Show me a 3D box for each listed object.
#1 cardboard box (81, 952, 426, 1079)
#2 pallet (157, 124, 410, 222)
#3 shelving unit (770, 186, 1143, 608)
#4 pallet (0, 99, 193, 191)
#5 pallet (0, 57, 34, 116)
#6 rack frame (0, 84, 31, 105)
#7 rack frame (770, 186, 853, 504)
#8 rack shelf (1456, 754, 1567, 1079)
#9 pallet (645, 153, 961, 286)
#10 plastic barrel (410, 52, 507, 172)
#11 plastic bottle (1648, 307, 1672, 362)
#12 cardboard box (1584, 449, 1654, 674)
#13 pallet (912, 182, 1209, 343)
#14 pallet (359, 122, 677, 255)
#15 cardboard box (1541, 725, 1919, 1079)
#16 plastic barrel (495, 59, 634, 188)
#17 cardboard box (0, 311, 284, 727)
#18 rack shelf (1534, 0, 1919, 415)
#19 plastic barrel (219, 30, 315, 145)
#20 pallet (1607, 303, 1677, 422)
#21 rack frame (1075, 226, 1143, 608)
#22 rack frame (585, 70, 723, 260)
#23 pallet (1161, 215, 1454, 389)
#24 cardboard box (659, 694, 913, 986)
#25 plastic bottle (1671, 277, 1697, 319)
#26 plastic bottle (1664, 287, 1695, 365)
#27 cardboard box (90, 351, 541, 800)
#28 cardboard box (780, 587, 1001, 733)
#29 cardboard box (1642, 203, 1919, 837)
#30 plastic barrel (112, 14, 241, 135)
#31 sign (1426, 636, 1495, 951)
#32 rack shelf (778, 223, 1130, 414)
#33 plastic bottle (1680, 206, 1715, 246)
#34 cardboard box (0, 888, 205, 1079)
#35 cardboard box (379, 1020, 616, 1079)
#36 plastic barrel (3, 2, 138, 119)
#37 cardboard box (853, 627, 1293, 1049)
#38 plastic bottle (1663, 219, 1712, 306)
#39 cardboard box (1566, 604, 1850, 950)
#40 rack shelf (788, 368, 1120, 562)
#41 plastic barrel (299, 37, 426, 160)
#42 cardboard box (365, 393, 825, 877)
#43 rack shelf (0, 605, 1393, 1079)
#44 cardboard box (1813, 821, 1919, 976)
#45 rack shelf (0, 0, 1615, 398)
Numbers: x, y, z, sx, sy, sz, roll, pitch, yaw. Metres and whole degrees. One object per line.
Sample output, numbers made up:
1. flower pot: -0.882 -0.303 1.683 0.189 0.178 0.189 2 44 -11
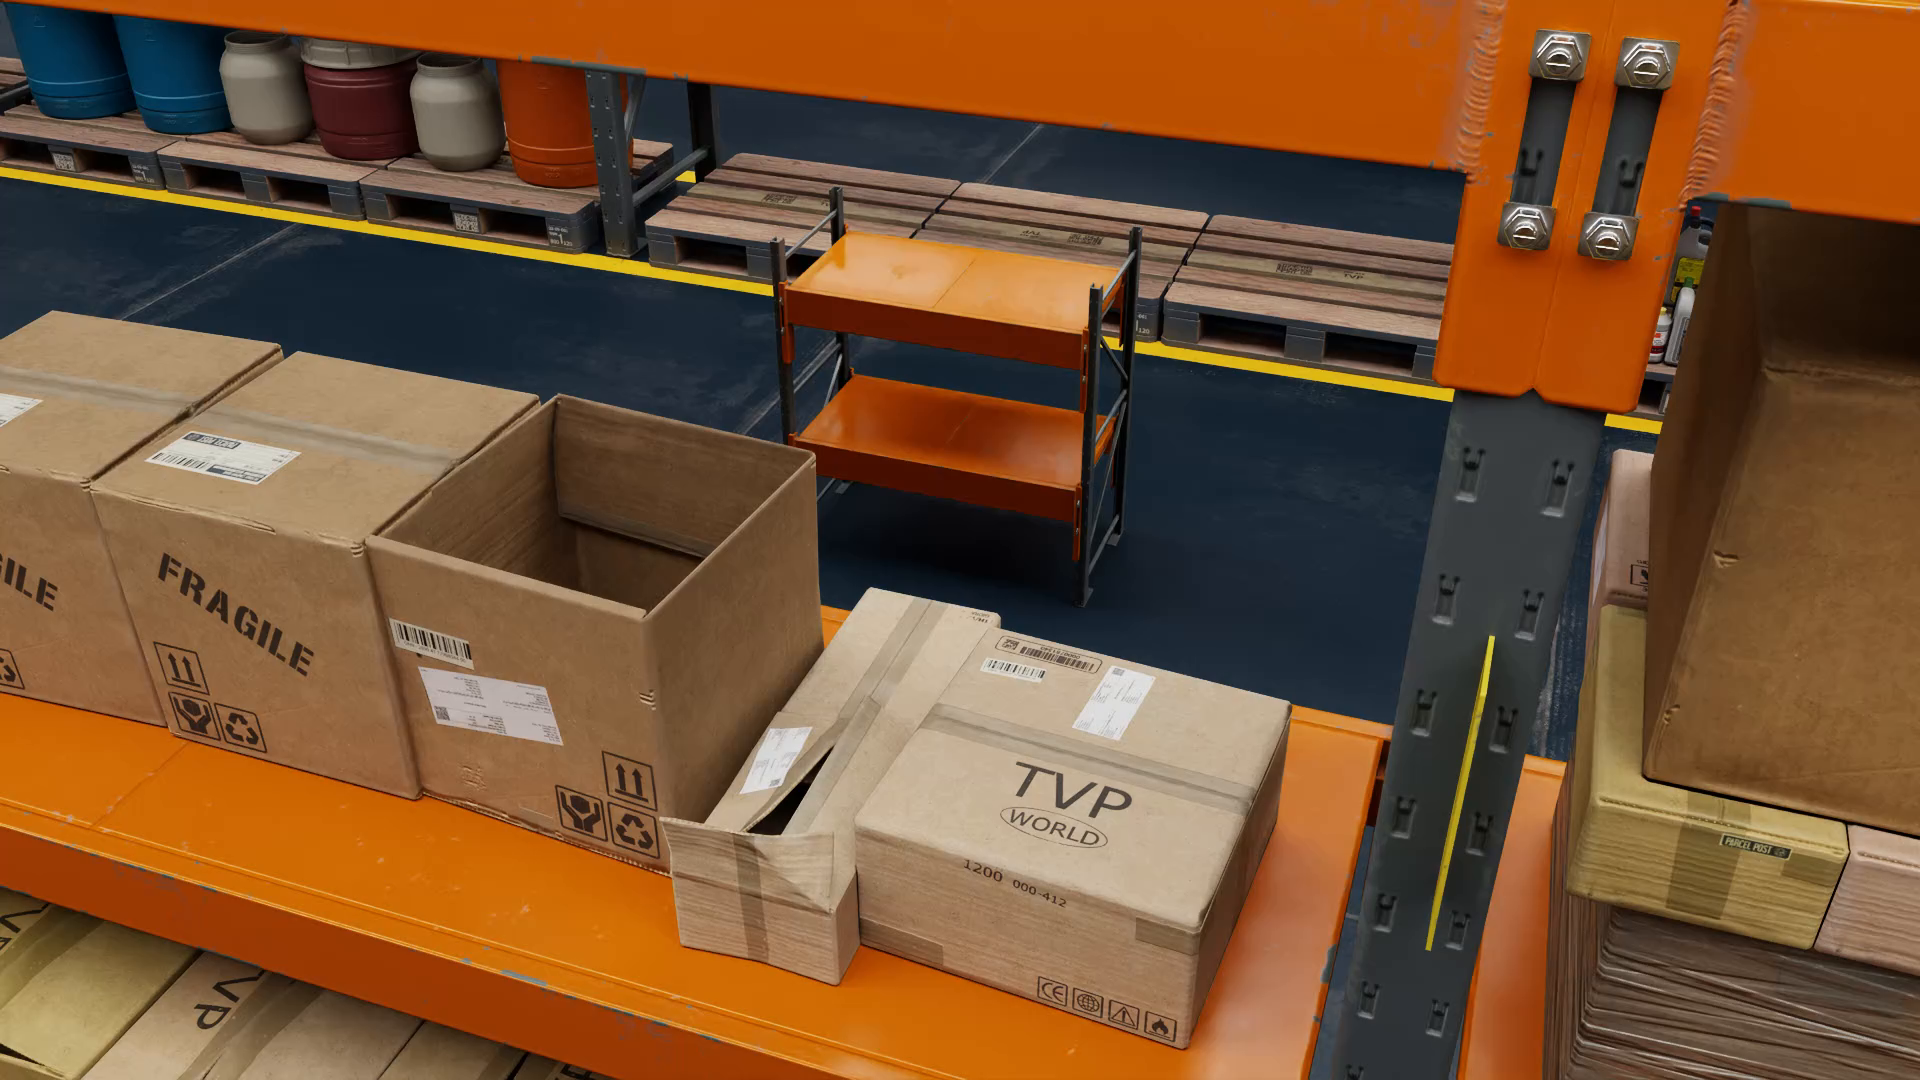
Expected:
1. cardboard box: -1.255 0.960 3.129 0.500 0.311 0.500 11 34 16
2. pallet: -3.336 -2.014 8.674 1.213 0.211 1.003 11 34 16
3. shelving unit: -0.006 -0.474 5.447 1.048 1.125 0.538 11 34 16
4. pallet: -4.488 -2.236 9.019 1.213 0.211 1.003 11 34 16
5. pallet: -5.906 -2.513 9.448 1.213 0.211 1.003 11 34 16
6. rack frame: -5.200 -3.570 8.514 0.127 3.000 1.000 11 34 16
7. rack frame: -0.485 -0.567 5.591 0.032 1.125 0.500 11 34 16
8. rack shelf: 2.539 1.091 1.958 4.000 0.370 1.077 11 34 16
9. pallet: -0.719 -1.505 7.886 1.213 0.211 1.003 11 34 16
10. plastic barrel: -2.463 -2.108 8.156 0.421 0.512 0.421 0 33 0
11. plastic bottle: 2.674 -0.796 6.392 0.097 0.201 0.097 0 33 0
12. cardboard box: 0.984 0.048 2.219 0.250 0.149 0.380 11 34 16
13. pallet: 0.426 -1.281 7.539 1.213 0.211 1.003 11 34 16
14. pallet: -2.191 -1.790 8.327 1.213 0.211 1.003 11 34 16
15. cardboard box: 1.076 0.459 2.182 0.500 0.500 0.700 10 34 15
16. plastic barrel: -1.901 -2.184 7.980 0.708 0.830 0.600 11 34 16
17. cardboard box: -1.524 -0.053 2.974 0.500 0.500 0.500 9 34 14
18. rack shelf: 2.539 -0.169 1.145 4.000 0.370 1.077 11 34 16
19. plastic barrel: -3.526 -2.314 8.476 0.421 0.512 0.421 0 33 0
20. pallet: 2.949 -0.790 6.780 1.213 0.211 1.003 11 34 16
21. rack frame: 0.472 -0.381 5.303 0.032 1.125 0.500 11 34 16
22. rack frame: -1.435 -2.838 7.380 0.127 3.000 1.000 11 34 16
23. pallet: 1.578 -1.058 7.195 1.213 0.211 1.003 11 34 16
24. cardboard box: -0.234 0.412 2.471 0.258 0.266 0.396 10 34 15
25. plastic bottle: 2.832 -0.877 6.441 0.133 0.283 0.061 11 34 16
26. plastic bottle: 2.796 -0.819 6.359 0.135 0.276 0.152 12 35 18
27. cardboard box: -1.029 0.044 2.825 0.500 0.500 0.500 11 34 17
28. cardboard box: -0.109 0.262 2.811 0.250 0.149 0.380 11 34 16
29. cardboard box: 1.076 -0.087 1.830 0.500 0.500 0.700 11 34 17
30. plastic barrel: -4.027 -2.627 8.601 0.708 0.901 0.600 11 34 16
31. sign: 0.482 0.248 1.606 0.005 0.325 0.100 11 34 16
32. rack shelf: -0.006 -0.720 5.288 1.000 0.278 0.538 11 34 16
33. plastic bottle: 3.034 -1.207 6.891 0.185 0.351 0.144 10 34 15
34. cardboard box: -1.739 0.866 3.274 0.500 0.311 0.500 10 34 15
35. cardboard box: -0.783 1.053 2.984 0.500 0.311 0.500 11 34 16
36. plastic barrel: -4.694 -2.757 8.801 0.708 0.901 0.600 11 34 16
37. cardboard box: 0.178 0.418 2.476 0.500 0.250 0.500 13 35 19
38. plastic bottle: 2.985 -1.134 6.777 0.185 0.351 0.144 11 34 16
39. cardboard box: 0.844 0.256 1.898 0.250 0.149 0.380 11 34 16
40. rack shelf: -0.006 -0.268 5.579 1.000 0.278 0.538 11 34 16
41. plastic barrel: -2.964 -2.289 8.366 0.708 0.588 0.600 11 34 16
42. cardboard box: -0.557 0.135 2.683 0.500 0.500 0.500 14 35 20
43. rack shelf: -1.227 0.359 3.092 4.000 0.370 1.077 11 34 16
44. cardboard box: 1.080 0.302 1.827 0.250 0.149 0.380 12 35 17
45. rack shelf: -1.227 -0.901 2.279 4.000 0.370 1.077 11 34 16
